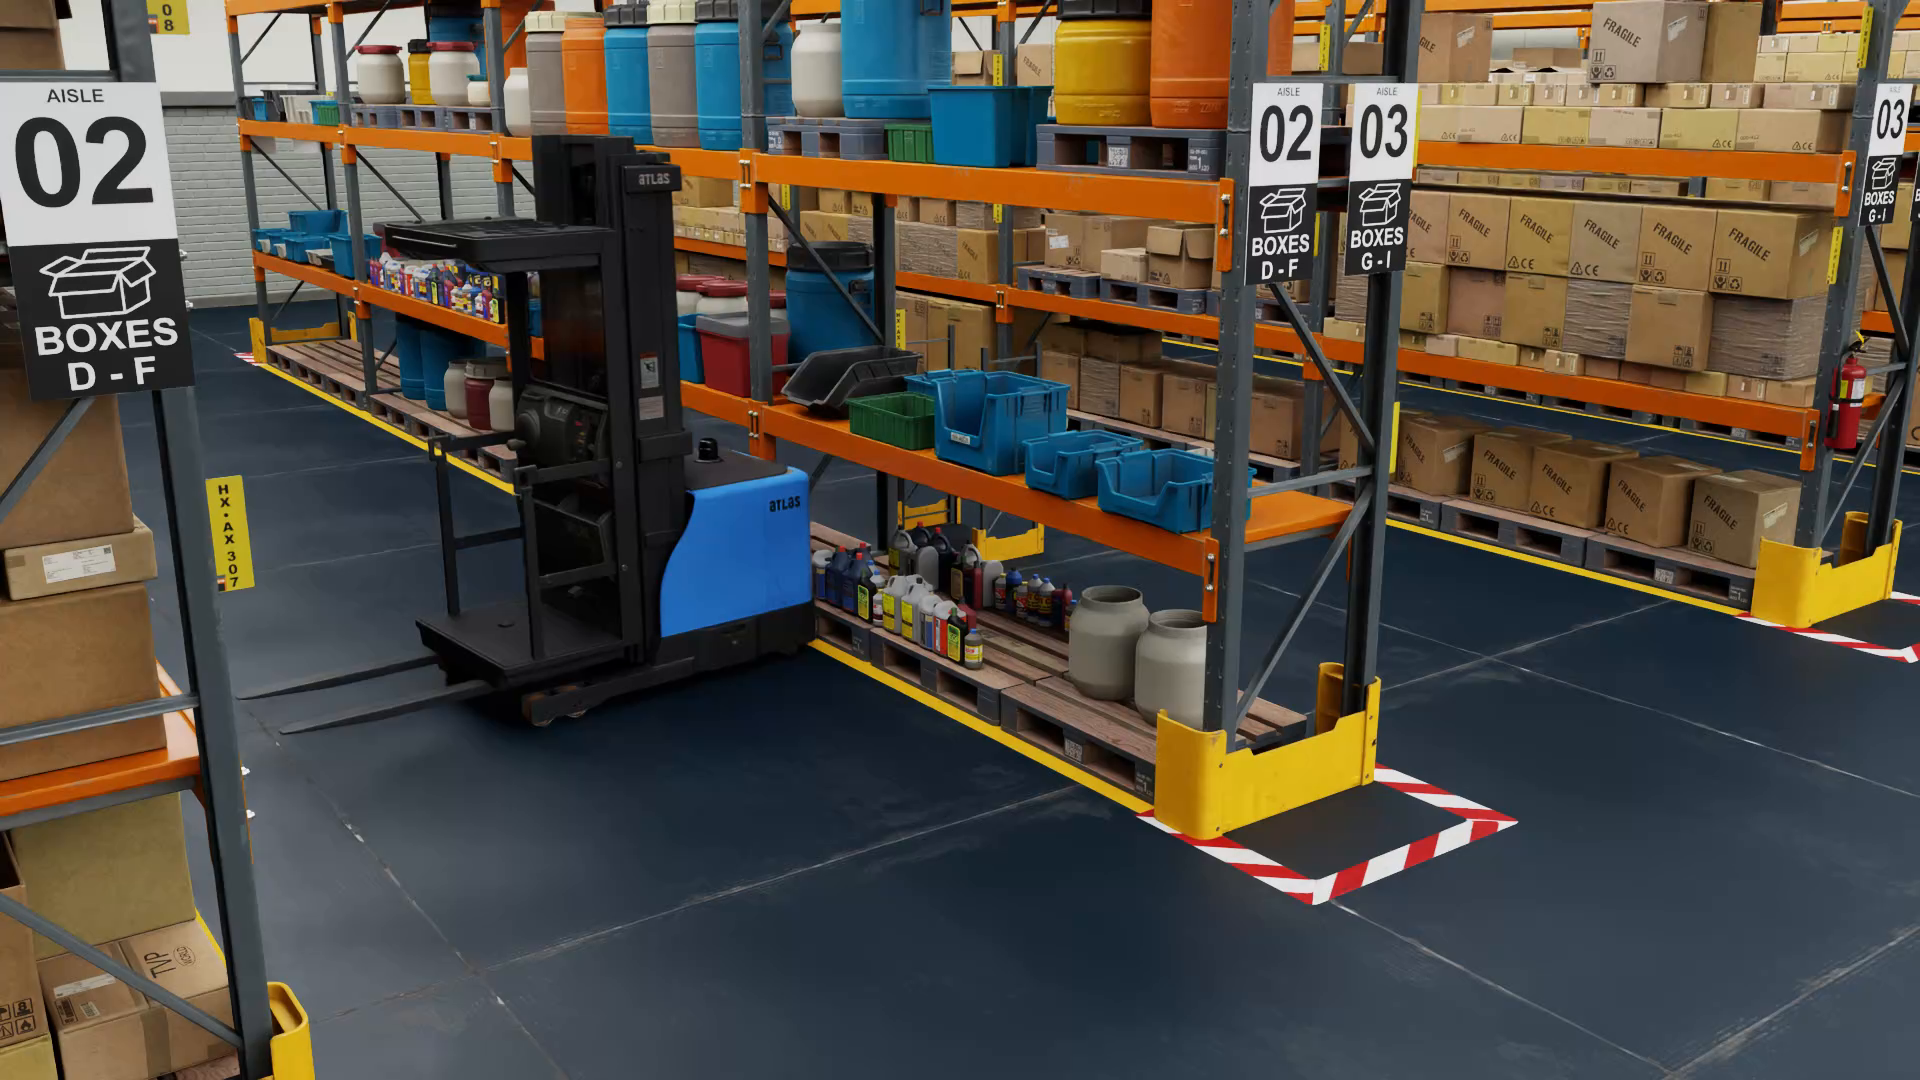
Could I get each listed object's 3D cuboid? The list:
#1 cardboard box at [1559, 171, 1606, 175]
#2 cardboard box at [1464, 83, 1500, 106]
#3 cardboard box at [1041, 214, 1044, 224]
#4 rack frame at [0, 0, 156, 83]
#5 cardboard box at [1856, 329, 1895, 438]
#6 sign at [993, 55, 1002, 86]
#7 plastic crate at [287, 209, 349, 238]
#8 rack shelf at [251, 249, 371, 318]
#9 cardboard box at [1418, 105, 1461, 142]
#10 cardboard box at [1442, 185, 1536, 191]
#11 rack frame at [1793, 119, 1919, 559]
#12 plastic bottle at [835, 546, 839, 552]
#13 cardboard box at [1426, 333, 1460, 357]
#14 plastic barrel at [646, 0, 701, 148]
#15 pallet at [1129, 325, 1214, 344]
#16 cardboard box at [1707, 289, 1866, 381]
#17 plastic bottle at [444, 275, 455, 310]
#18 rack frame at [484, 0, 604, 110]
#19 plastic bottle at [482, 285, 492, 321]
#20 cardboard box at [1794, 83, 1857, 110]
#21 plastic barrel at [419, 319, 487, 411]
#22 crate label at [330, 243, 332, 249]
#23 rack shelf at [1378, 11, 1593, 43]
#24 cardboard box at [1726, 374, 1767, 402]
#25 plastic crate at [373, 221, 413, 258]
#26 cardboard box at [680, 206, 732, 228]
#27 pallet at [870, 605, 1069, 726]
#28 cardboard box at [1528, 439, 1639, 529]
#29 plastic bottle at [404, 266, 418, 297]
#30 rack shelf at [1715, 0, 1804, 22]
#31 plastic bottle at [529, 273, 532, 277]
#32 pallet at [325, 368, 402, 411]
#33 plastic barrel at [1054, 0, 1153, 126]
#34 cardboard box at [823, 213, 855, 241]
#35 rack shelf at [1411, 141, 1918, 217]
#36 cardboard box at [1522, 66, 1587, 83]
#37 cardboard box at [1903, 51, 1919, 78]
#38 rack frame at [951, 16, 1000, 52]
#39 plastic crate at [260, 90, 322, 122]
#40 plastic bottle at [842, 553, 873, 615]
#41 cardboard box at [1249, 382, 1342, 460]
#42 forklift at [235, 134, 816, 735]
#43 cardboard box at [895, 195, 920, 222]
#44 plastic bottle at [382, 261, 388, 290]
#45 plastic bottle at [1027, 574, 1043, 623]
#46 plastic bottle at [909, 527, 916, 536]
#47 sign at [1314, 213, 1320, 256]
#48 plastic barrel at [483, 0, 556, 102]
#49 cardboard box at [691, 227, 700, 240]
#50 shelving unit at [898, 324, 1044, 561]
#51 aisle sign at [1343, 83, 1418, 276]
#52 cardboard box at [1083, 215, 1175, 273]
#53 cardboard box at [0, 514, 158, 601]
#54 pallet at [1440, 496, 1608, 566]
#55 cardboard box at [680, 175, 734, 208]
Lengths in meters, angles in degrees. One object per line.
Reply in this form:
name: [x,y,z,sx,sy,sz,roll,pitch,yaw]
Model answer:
cardboard box: [8.309,-4.860,22.067,0.500,0.500,0.500,-11,19,-36]
cardboard box: [3.722,-3.093,11.542,0.380,0.149,0.250,-11,19,-36]
cardboard box: [1.194,-4.550,23.494,0.380,0.149,0.250,-10,18,-33]
rack frame: [-2.503,-2.370,3.689,1.000,3.000,0.127,-11,19,-35]
cardboard box: [8.078,-1.456,14.944,0.875,0.875,0.875,-11,19,-34]
sign: [0.355,-4.371,15.554,0.100,0.325,0.005,-11,19,-35]
plastic crate: [-7.553,-3.664,19.602,0.616,0.435,0.499,-11,19,-35]
rack shelf: [-6.725,-2.887,18.305,1.077,0.370,4.000,-11,19,-35]
cardboard box: [3.533,-2.994,11.934,0.500,0.250,0.500,-11,19,-35]
cardboard box: [3.943,-2.381,12.448,0.500,0.500,0.500,-11,19,-35]
rack frame: [5.512,-1.013,10.096,1.000,3.000,0.127,-11,19,-35]
plastic bottle: [-0.715,0.184,10.035,0.061,0.283,0.133,-11,19,-35]
cardboard box: [3.618,-1.437,12.122,0.380,0.149,0.250,-11,19,-35]
plastic barrel: [-1.705,-3.002,10.730,0.600,0.901,0.600,0,15,0]
pallet: [2.987,-2.813,21.954,1.003,0.211,1.213,-11,19,-35]
cardboard box: [5.211,-1.327,10.488,0.875,0.500,0.500,-11,19,-35]
plastic bottle: [-4.453,-2.161,14.509,0.061,0.283,0.133,-11,19,-35]
rack frame: [-3.198,-4.846,12.737,1.000,3.000,0.127,-11,19,-35]
plastic bottle: [-3.916,-1.966,13.798,0.061,0.283,0.133,-11,19,-35]
cardboard box: [5.097,-2.591,9.707,0.380,0.149,0.250,-11,19,-35]
plastic barrel: [-4.827,-1.727,15.884,0.600,0.901,0.708,-11,19,-35]
crate label: [-6.933,-3.297,18.826,0.396,0.136,0.243,-11,19,-35]
rack shelf: [7.649,-7.040,22.874,1.077,0.370,4.000,-11,19,-35]
cardboard box: [5.031,-0.974,10.430,0.380,0.149,0.250,-11,19,-35]
plastic crate: [-5.872,-3.096,17.472,0.402,0.464,0.583,-11,19,-35]
cardboard box: [-3.228,-4.139,21.236,0.500,0.250,0.500,-12,19,-36]
pallet: [0.237,0.657,9.276,1.003,0.211,1.213,-11,19,-35]
cardboard box: [4.427,-0.405,11.813,0.500,0.500,0.500,-9,18,-29]
plastic bottle: [-5.041,-2.391,15.366,0.152,0.276,0.135,-11,19,-35]
rack shelf: [8.408,-4.542,13.746,1.077,0.370,4.000,-11,19,-35]
plastic bottle: [-3.916,-2.309,15.073,0.097,0.271,0.097,0,15,0]
pallet: [-6.013,-1.613,17.569,1.003,0.211,1.213,-11,19,-35]
plastic barrel: [0.733,-2.208,7.628,0.600,0.588,0.600,0,15,0]
cardboard box: [-1.179,-3.380,18.553,0.500,0.500,0.500,-11,19,-34]
rack shelf: [4.337,-2.540,11.355,1.077,0.370,4.000,-11,19,-35]
cardboard box: [6.023,-4.610,16.741,0.500,0.311,0.500,-12,19,-37]
cardboard box: [8.186,-3.913,13.746,0.500,0.250,0.500,-11,19,-34]
rack frame: [0.176,-8.072,24.521,1.000,3.000,0.127,-11,19,-35]
plastic crate: [-7.225,-4.709,18.034,0.504,0.338,0.767,-11,19,-35]
plastic bottle: [-0.596,0.244,9.687,0.144,0.351,0.185,-12,19,-37]
cardboard box: [2.817,-1.008,13.980,0.700,0.500,0.500,-13,20,-39]
forklift: [-2.285,-0.609,8.749,3.031,2.935,1.130,-13,20,-39]
cardboard box: [-0.389,-3.694,17.801,0.797,0.503,0.637,-10,18,-33]
plastic bottle: [-5.461,-2.529,15.878,0.097,0.271,0.097,0,15,0]
plastic bottle: [0.432,0.329,9.526,0.097,0.271,0.097,0,15,0]
plastic bottle: [-0.296,0.051,10.520,0.061,0.283,0.133,-10,18,-32]
sign: [2.714,-2.339,12.746,0.100,0.325,0.005,-11,19,-35]
plastic barrel: [-3.529,-3.931,13.465,0.600,0.830,0.708,-11,19,-35]
cardboard box: [-3.195,-3.907,21.146,0.380,0.149,0.250,-11,19,-35]
shelving unit: [0.045,-0.707,11.819,0.587,1.500,1.083,-11,19,-35]
aisle sign: [1.785,-1.528,7.054,0.394,0.787,0.004,-11,19,-35]
cardboard box: [1.568,-2.759,15.491,0.700,0.500,0.500,-8,17,-26]
cardboard box: [-2.559,0.045,4.810,0.380,0.149,0.250,-11,19,-35]
pallet: [4.306,-0.124,12.128,1.003,0.211,1.213,-11,19,-35]
cardboard box: [-3.228,-4.502,21.142,0.500,0.500,0.500,-11,19,-36]
